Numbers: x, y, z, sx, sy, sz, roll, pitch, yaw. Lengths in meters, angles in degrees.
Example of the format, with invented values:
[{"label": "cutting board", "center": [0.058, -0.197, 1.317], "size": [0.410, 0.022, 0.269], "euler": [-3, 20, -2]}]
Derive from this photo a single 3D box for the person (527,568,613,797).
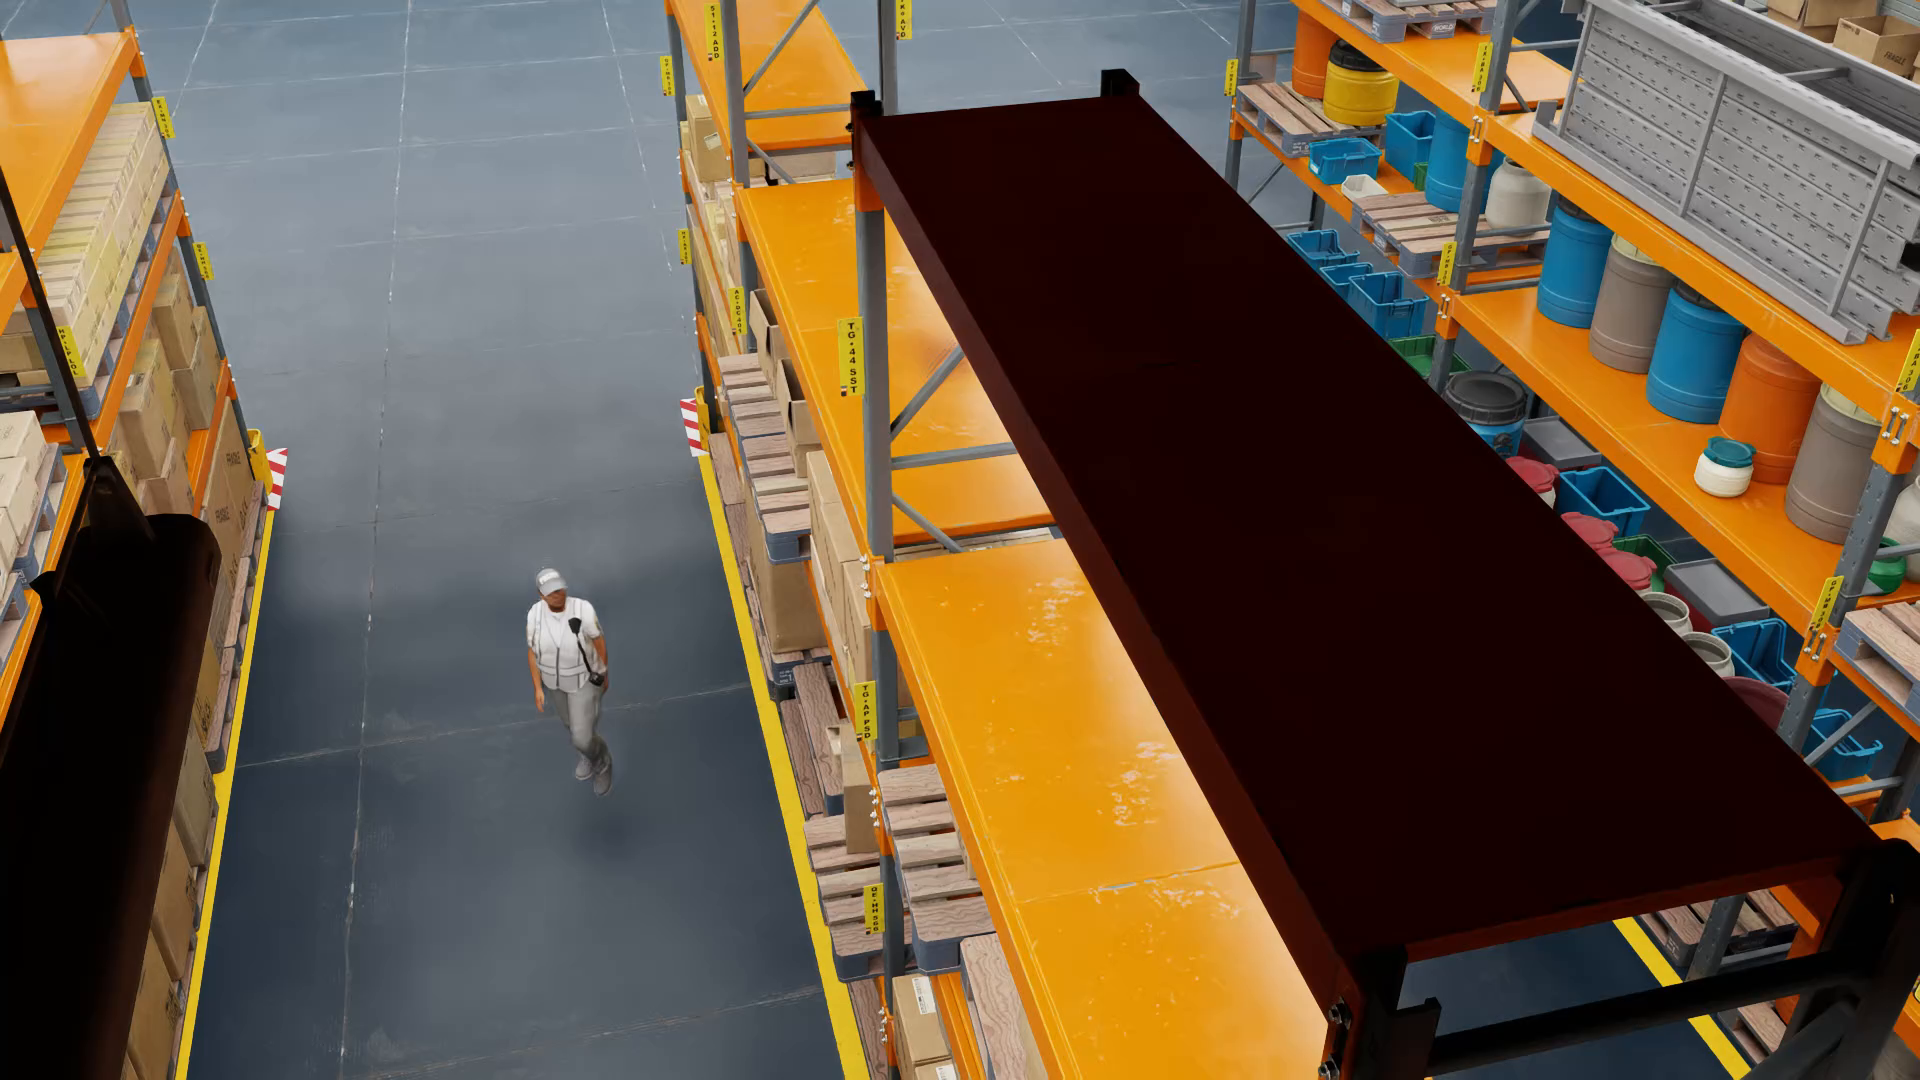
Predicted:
[{"label": "person", "center": [-2.582, 0.952, 10.980], "size": [0.493, 1.689, 0.495], "euler": [13, 37, 18]}]
